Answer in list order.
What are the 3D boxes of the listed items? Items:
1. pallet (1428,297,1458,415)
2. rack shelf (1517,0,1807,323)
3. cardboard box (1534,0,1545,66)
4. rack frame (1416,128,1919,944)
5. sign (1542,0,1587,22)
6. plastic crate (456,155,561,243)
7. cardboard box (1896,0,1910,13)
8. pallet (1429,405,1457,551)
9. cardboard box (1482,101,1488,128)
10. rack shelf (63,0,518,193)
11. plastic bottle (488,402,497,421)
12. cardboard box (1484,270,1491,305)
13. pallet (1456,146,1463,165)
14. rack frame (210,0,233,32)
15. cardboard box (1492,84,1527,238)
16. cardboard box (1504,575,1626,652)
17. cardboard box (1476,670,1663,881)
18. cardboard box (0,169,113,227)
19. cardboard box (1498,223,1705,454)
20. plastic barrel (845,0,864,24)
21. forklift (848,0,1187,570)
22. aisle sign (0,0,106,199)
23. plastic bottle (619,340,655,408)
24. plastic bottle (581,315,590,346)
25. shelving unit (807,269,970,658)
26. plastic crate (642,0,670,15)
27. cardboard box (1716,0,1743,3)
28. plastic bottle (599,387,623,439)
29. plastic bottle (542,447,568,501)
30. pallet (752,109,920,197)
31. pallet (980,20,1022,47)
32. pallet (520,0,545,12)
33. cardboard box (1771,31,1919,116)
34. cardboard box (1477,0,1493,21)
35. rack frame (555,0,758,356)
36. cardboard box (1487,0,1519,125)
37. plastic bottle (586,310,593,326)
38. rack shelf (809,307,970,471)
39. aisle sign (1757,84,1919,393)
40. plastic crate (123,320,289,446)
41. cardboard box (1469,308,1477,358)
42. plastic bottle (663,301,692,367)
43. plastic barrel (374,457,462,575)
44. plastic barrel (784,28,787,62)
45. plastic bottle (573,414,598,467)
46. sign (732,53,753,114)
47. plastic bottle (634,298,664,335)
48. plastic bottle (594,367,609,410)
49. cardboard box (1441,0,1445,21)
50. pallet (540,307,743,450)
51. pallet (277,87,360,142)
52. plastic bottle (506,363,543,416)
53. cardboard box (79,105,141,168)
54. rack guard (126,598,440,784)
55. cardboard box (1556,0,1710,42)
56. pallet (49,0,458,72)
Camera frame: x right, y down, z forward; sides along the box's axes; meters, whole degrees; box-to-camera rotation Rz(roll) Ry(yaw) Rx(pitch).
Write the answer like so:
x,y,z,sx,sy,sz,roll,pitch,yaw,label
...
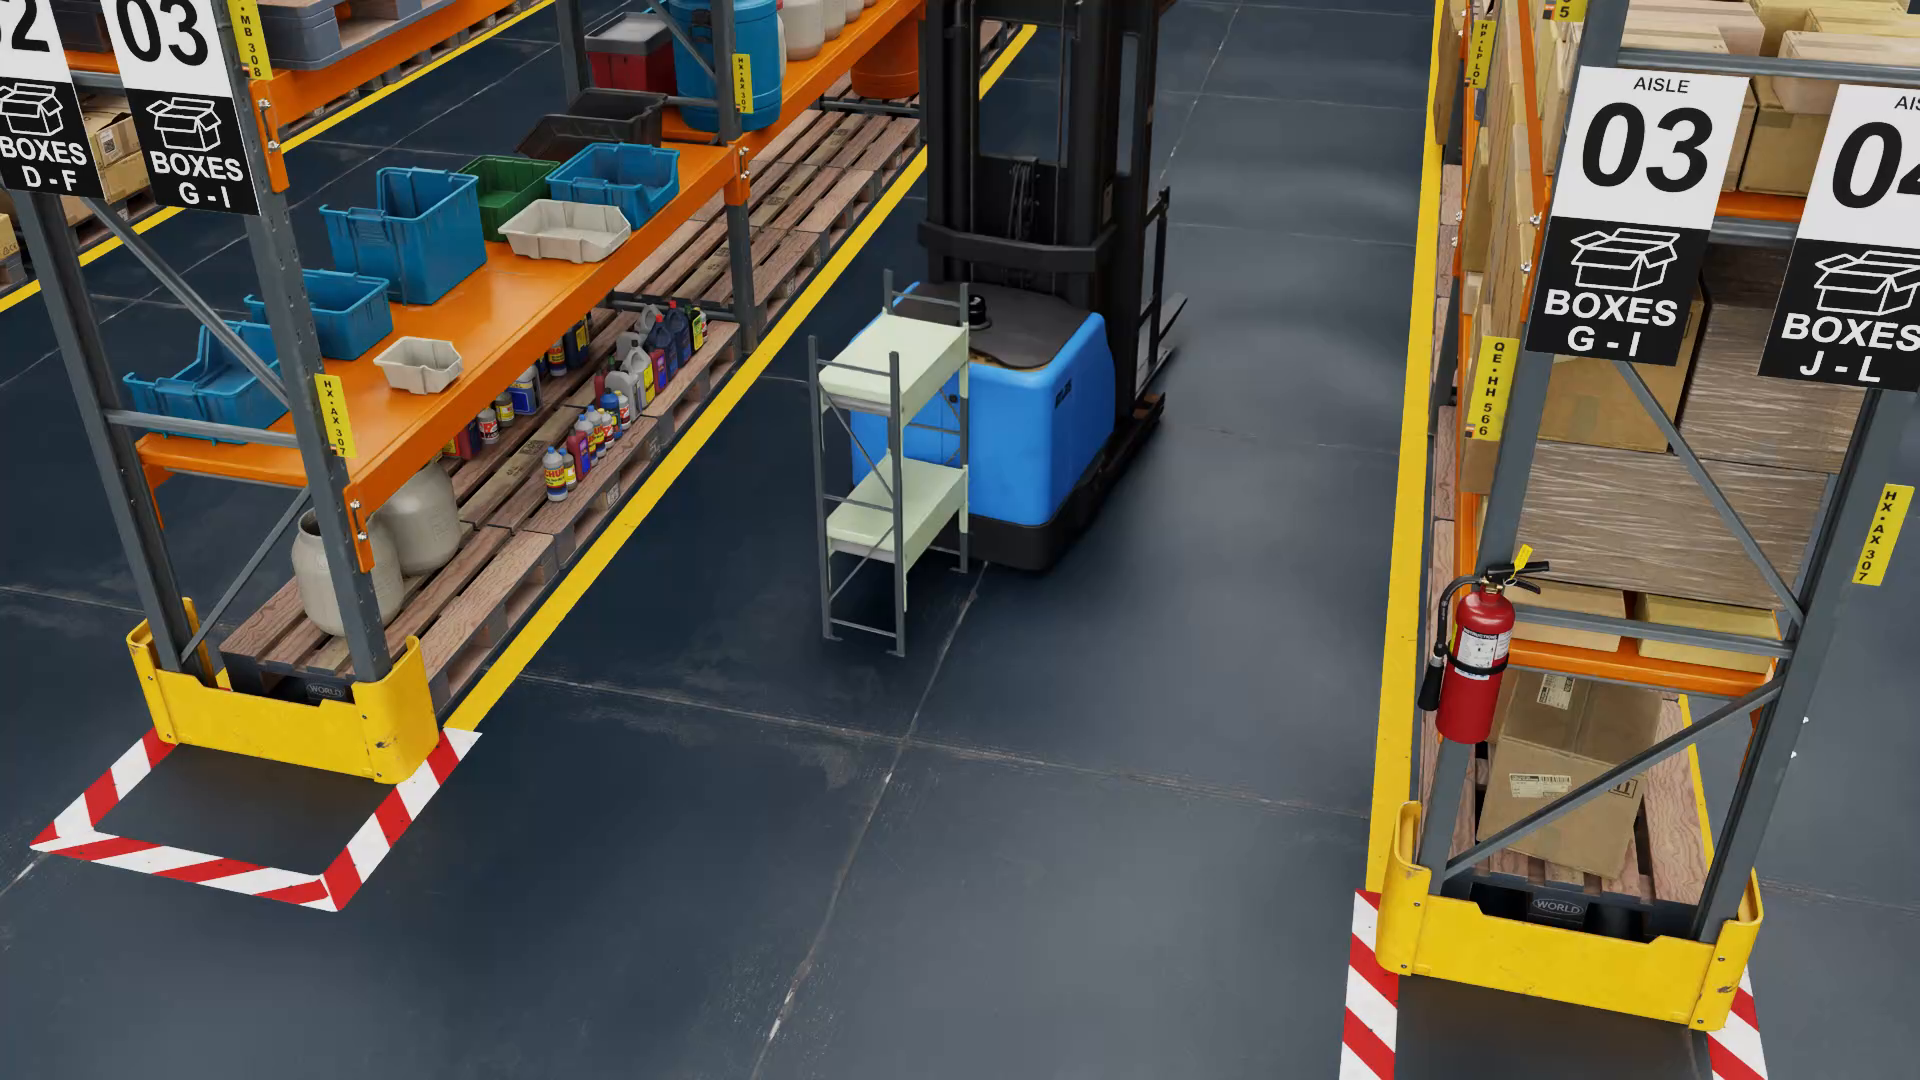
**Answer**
x,y,z,sx,sy,sz,roll,pitch,yaw,label
3.264,-1.026,9.667,1.003,0.211,1.213,8,33,12,pallet
2.560,-1.723,6.039,1.077,0.370,4.000,8,33,12,rack shelf
2.191,-1.734,5.526,0.500,0.250,0.500,9,33,13,cardboard box
2.052,0.277,5.018,1.000,3.000,0.127,8,33,12,rack frame
1.521,-1.448,4.111,0.100,0.325,0.005,8,33,12,sign
-2.341,-1.717,8.353,0.450,0.188,0.662,8,33,12,plastic crate
2.588,-1.606,4.952,0.380,0.149,0.250,9,34,14,cardboard box
2.931,-0.268,8.475,1.003,0.211,1.213,8,33,12,pallet
2.893,-1.741,7.822,0.875,0.500,0.500,8,33,12,cardboard box
-2.231,-2.397,7.099,1.077,0.370,4.000,8,33,12,rack shelf
-2.533,-0.763,8.713,0.144,0.351,0.185,9,34,14,plastic bottle
2.398,-0.701,6.187,0.875,0.500,0.500,8,33,12,cardboard box
4.355,-3.096,12.924,1.003,0.211,1.213,8,33,12,pallet
-2.738,-2.929,4.469,1.000,3.000,0.127,8,33,12,rack frame
2.338,-1.409,6.368,0.500,0.500,0.500,8,33,12,cardboard box
1.925,0.207,5.362,0.380,0.149,0.250,8,33,12,cardboard box
2.227,0.833,6.082,0.500,0.500,0.500,14,35,21,cardboard box
-6.172,-2.341,11.309,0.500,0.250,0.500,7,33,11,cardboard box
1.953,-0.631,5.145,0.500,0.500,0.500,8,33,12,cardboard box
-0.870,-3.814,11.349,0.421,0.512,0.421,0,32,0,plastic barrel
0.496,-1.874,8.465,1.130,2.935,3.031,13,35,19,forklift
-3.044,-1.497,5.386,0.394,0.787,0.004,8,33,12,aisle sign
-1.739,-0.900,8.929,0.144,0.351,0.185,8,33,12,plastic bottle
-2.181,-1.221,9.496,0.061,0.283,0.133,8,33,12,plastic bottle
-0.290,-0.334,7.378,0.431,1.500,0.755,13,35,19,shelving unit
-1.744,-3.081,10.315,0.392,0.384,0.575,8,33,12,plastic crate
2.679,-1.665,5.417,0.500,0.250,0.500,8,33,12,cardboard box
-1.813,-0.665,8.633,0.097,0.271,0.097,0,32,0,plastic bottle
-1.977,-0.330,8.106,0.097,0.271,0.097,0,32,0,plastic bottle
-0.942,-2.975,12.733,1.003,0.211,1.213,8,33,12,pallet
0.071,-5.053,16.001,1.003,0.211,1.213,8,33,12,pallet
-4.653,-5.696,17.014,1.003,0.211,1.213,8,33,12,pallet
2.346,-1.205,4.322,0.380,0.149,0.250,8,33,12,cardboard box
3.435,-3.150,10.157,0.500,0.250,0.500,7,33,11,cardboard box
-1.723,-2.473,9.344,1.000,3.000,0.127,8,33,12,rack frame
2.707,-2.189,7.595,0.500,0.500,0.500,8,33,12,cardboard box
-2.228,-1.401,9.791,0.097,0.271,0.097,0,32,0,plastic bottle
-0.290,-0.664,7.168,0.431,0.370,0.720,13,35,19,rack shelf
2.327,-0.747,4.205,0.394,0.787,0.004,8,33,12,aisle sign
-2.901,-0.635,6.591,0.499,0.251,0.616,8,33,12,plastic crate
2.354,-0.842,7.012,0.380,0.149,0.250,8,33,12,cardboard box
-1.608,-1.167,9.349,0.144,0.351,0.185,7,33,11,plastic bottle
-2.518,-0.136,7.596,0.421,0.512,0.421,0,32,0,plastic barrel
-1.239,-3.080,10.428,0.301,0.262,0.301,0,32,0,plastic barrel
-1.890,-0.508,8.385,0.097,0.271,0.097,0,32,0,plastic bottle
-1.194,-2.509,9.143,0.100,0.325,0.005,8,33,12,sign
-1.747,-1.187,9.380,0.144,0.351,0.185,8,33,12,plastic bottle
-1.887,-0.802,8.837,0.061,0.283,0.133,8,33,12,plastic bottle
4.955,-4.896,14.744,1.225,0.875,0.875,8,33,13,cardboard box
-1.934,-0.953,9.552,1.003,0.211,1.213,8,33,12,pallet
-5.745,-3.626,13.757,1.003,0.211,1.213,8,33,12,pallet
-2.336,-0.821,8.874,0.152,0.276,0.135,8,33,12,plastic bottle
-6.036,-2.842,11.574,0.500,0.311,0.500,8,33,12,cardboard box
-2.765,0.612,6.821,1.175,0.500,0.348,8,33,12,rack guard
1.964,-1.556,4.874,0.380,0.149,0.250,7,33,10,cardboard box
-2.434,-1.999,5.979,1.003,0.211,1.213,8,33,12,pallet
